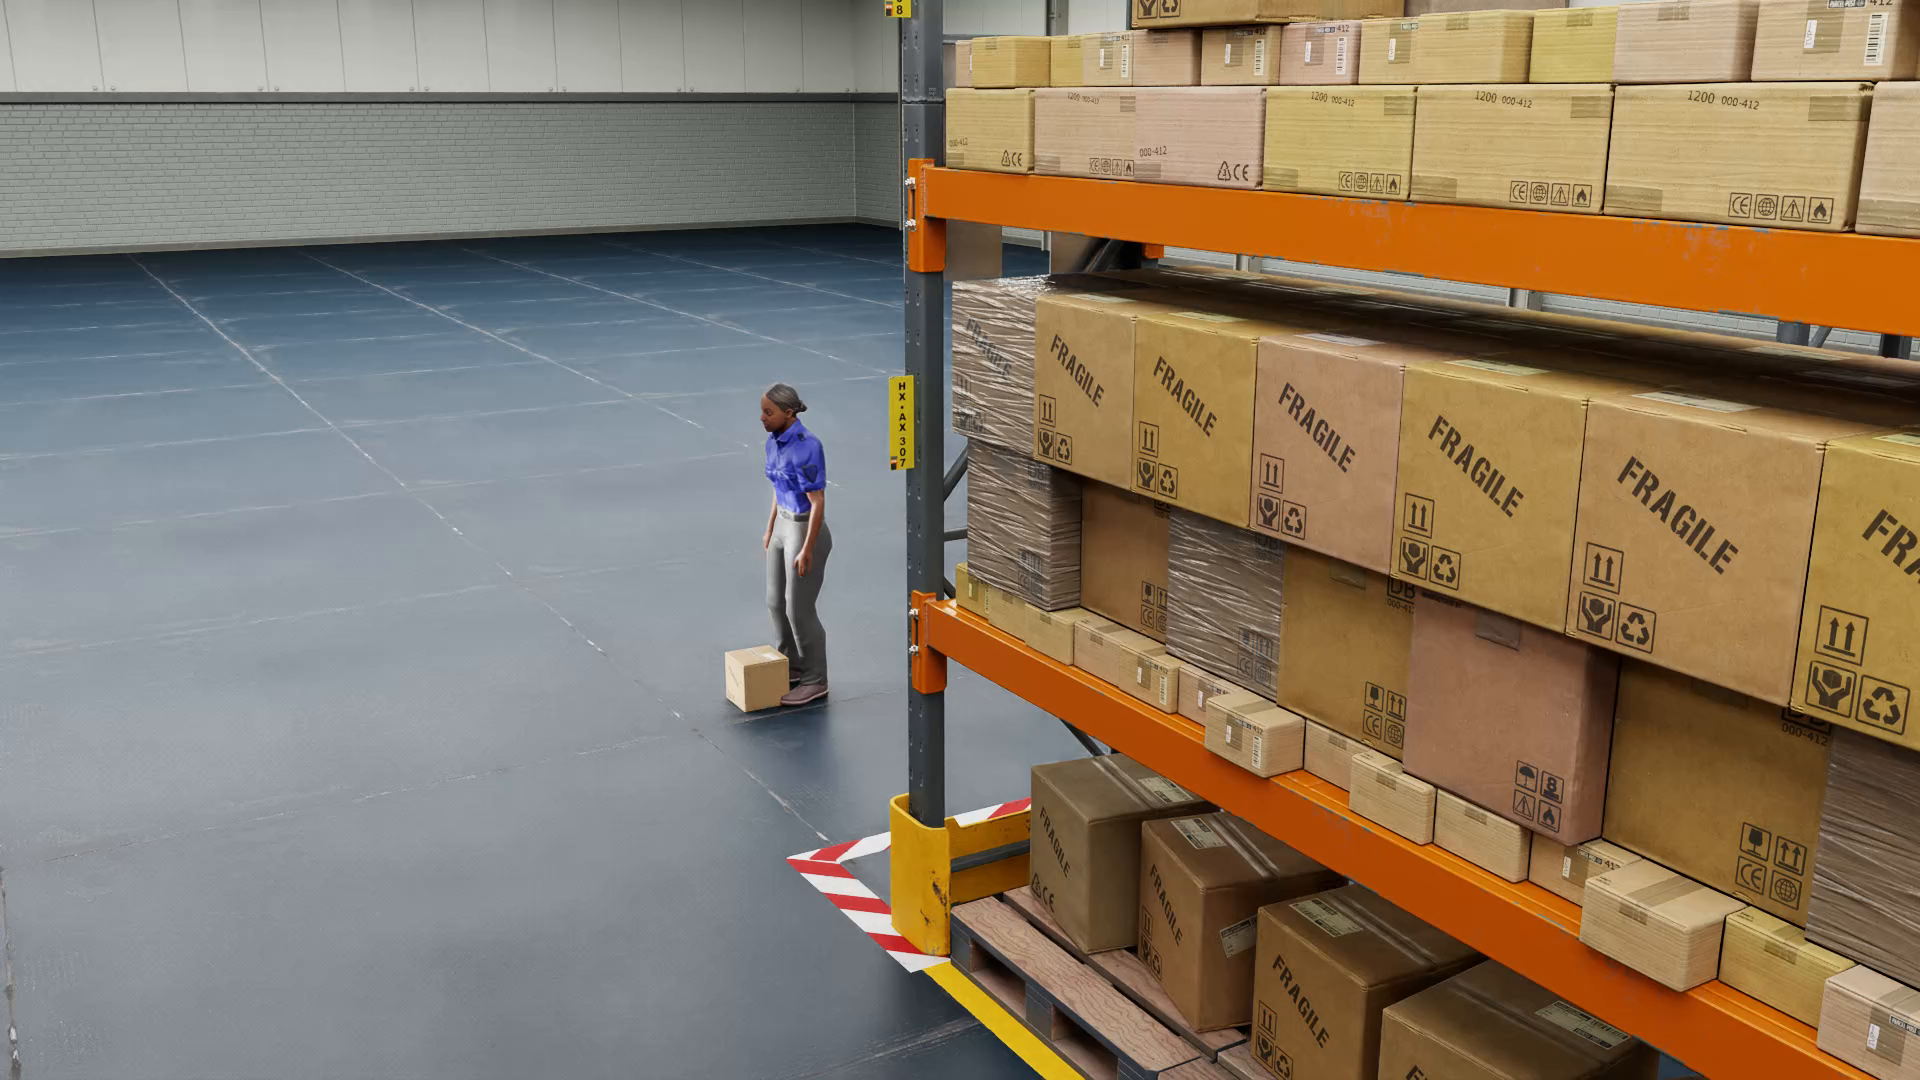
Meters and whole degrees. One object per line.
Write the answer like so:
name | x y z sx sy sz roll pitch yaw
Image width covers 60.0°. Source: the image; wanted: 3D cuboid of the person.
person | -0.854 0.000 8.524 0.346 1.655 0.506 -9 17 -29
